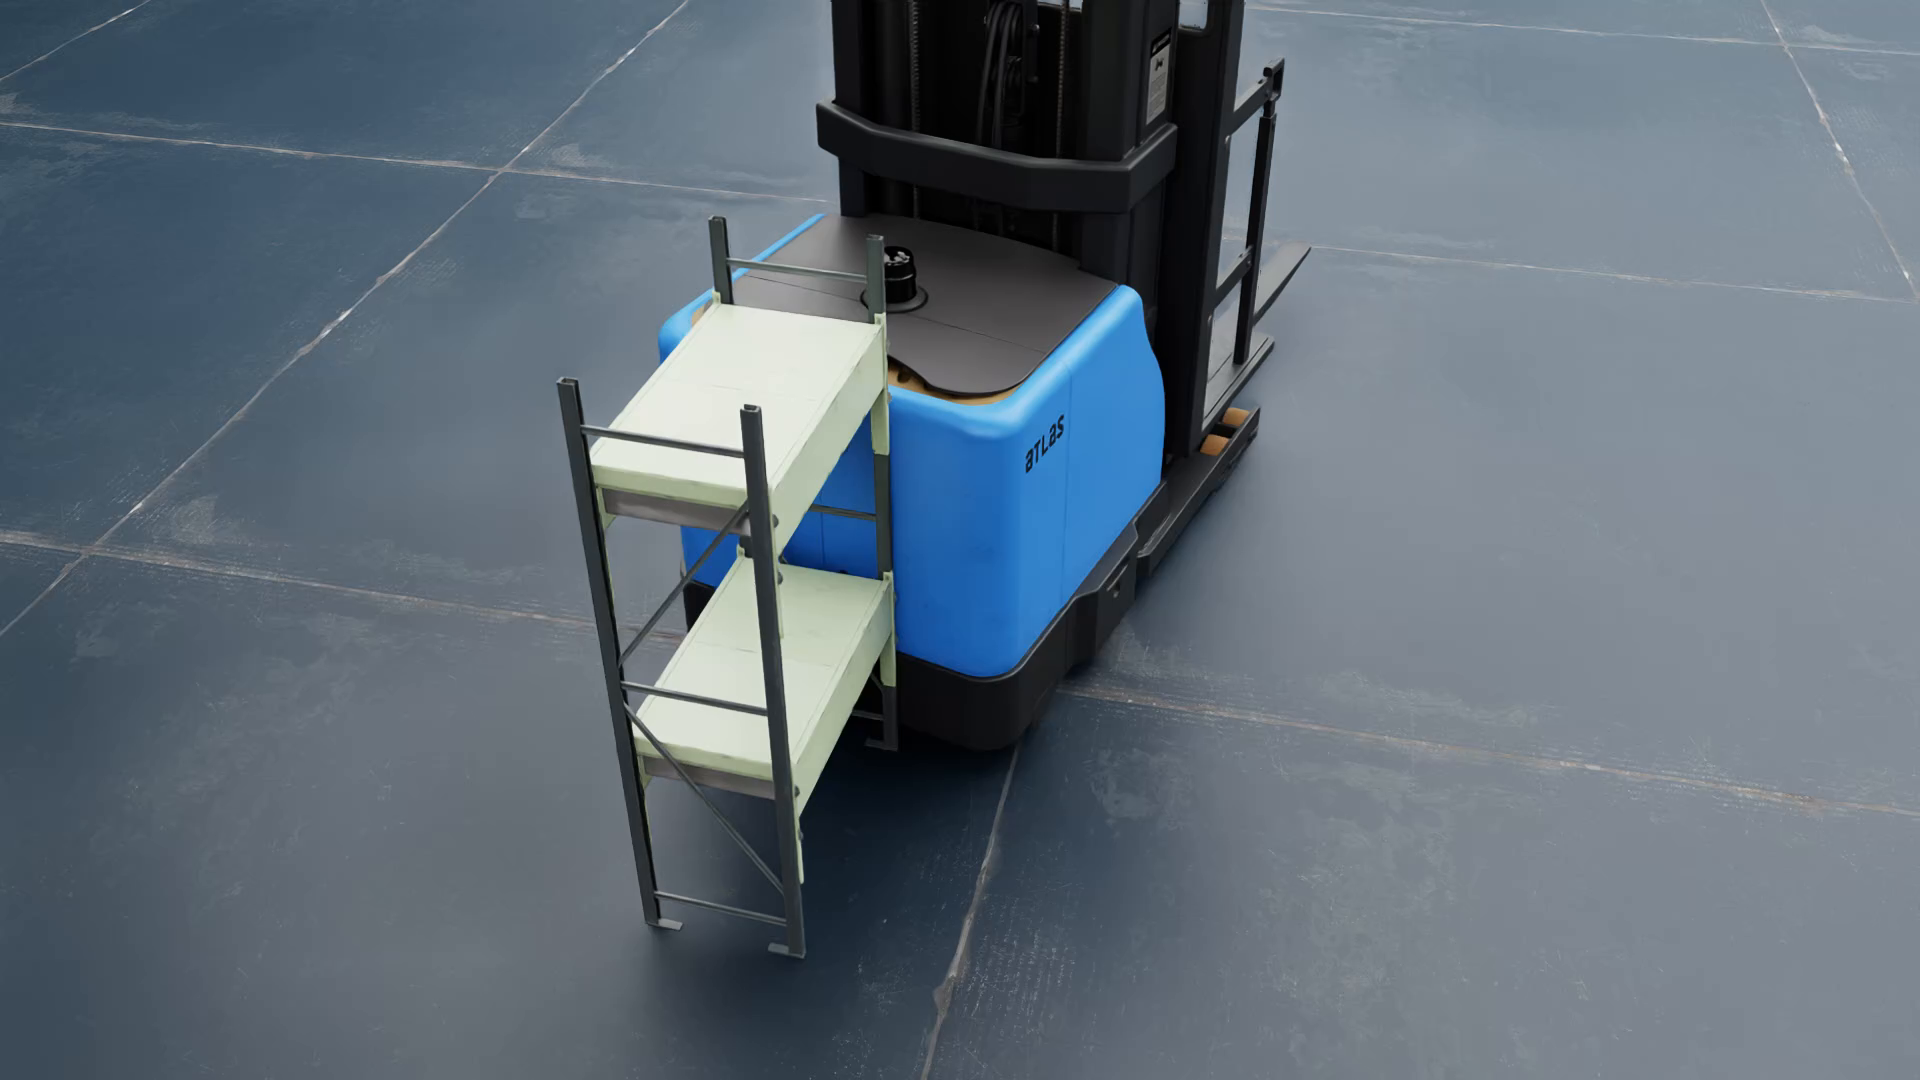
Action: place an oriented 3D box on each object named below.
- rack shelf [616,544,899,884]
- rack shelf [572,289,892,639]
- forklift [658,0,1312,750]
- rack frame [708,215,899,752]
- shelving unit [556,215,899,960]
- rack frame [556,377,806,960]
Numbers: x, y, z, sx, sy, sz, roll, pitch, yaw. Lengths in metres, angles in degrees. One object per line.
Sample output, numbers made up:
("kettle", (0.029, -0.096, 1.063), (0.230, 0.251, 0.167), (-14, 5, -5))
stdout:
("rack shelf", (-0.459, 0.395, 3.982), (0.431, 0.370, 0.720), (9, 37, 13))
("rack shelf", (-0.459, -0.185, 3.562), (0.431, 0.370, 0.720), (9, 37, 13))
("forklift", (0.360, -1.482, 4.797), (1.130, 2.935, 3.031), (17, 39, 22))
("rack frame", (-0.361, -0.076, 4.076), (0.400, 1.500, 0.023), (9, 37, 13))
("shelving unit", (-0.459, 0.131, 3.791), (0.431, 1.500, 0.755), (9, 37, 13))
("rack frame", (-0.557, 0.338, 3.506), (0.400, 1.500, 0.023), (9, 37, 13))
